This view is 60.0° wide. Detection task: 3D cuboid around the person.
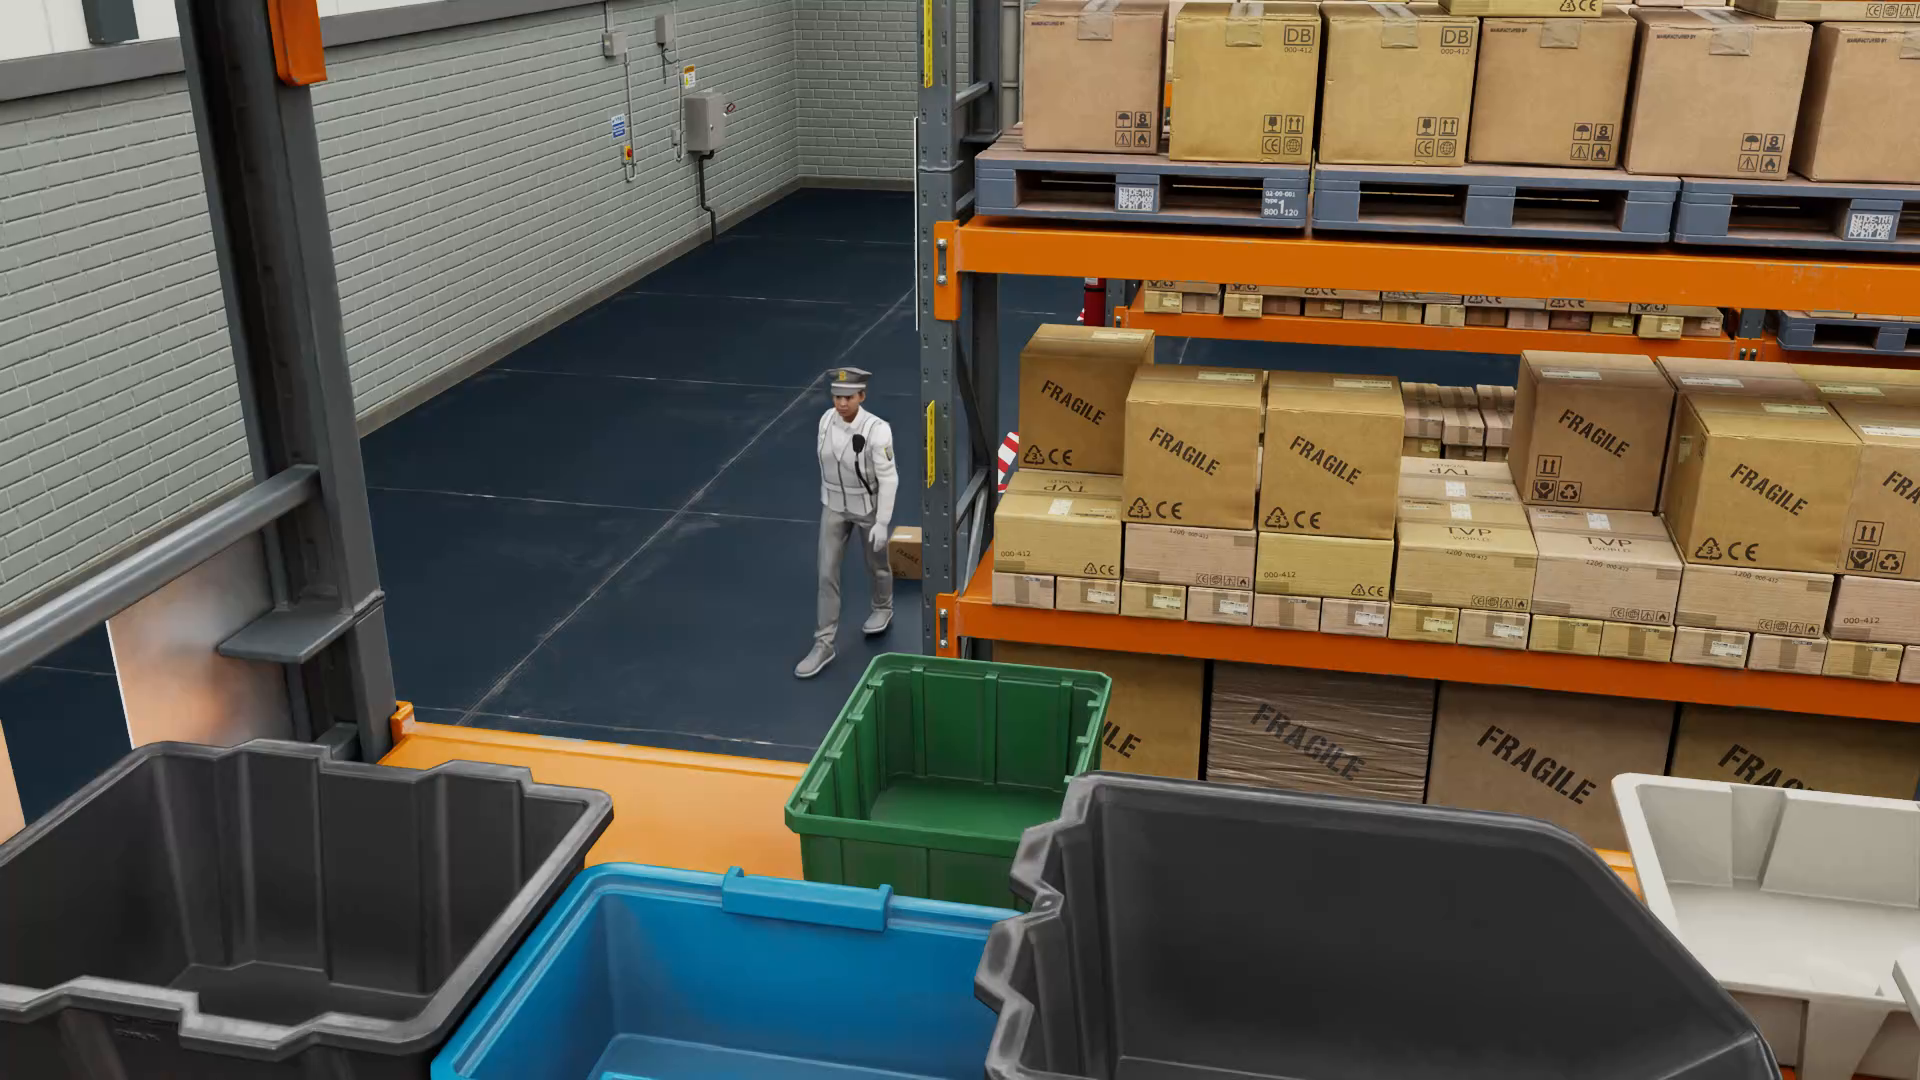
[{"bbox_3d":[-0.566,-0.155,8.934,0.509,1.638,0.891,7,23,18],"label":"person"}]
